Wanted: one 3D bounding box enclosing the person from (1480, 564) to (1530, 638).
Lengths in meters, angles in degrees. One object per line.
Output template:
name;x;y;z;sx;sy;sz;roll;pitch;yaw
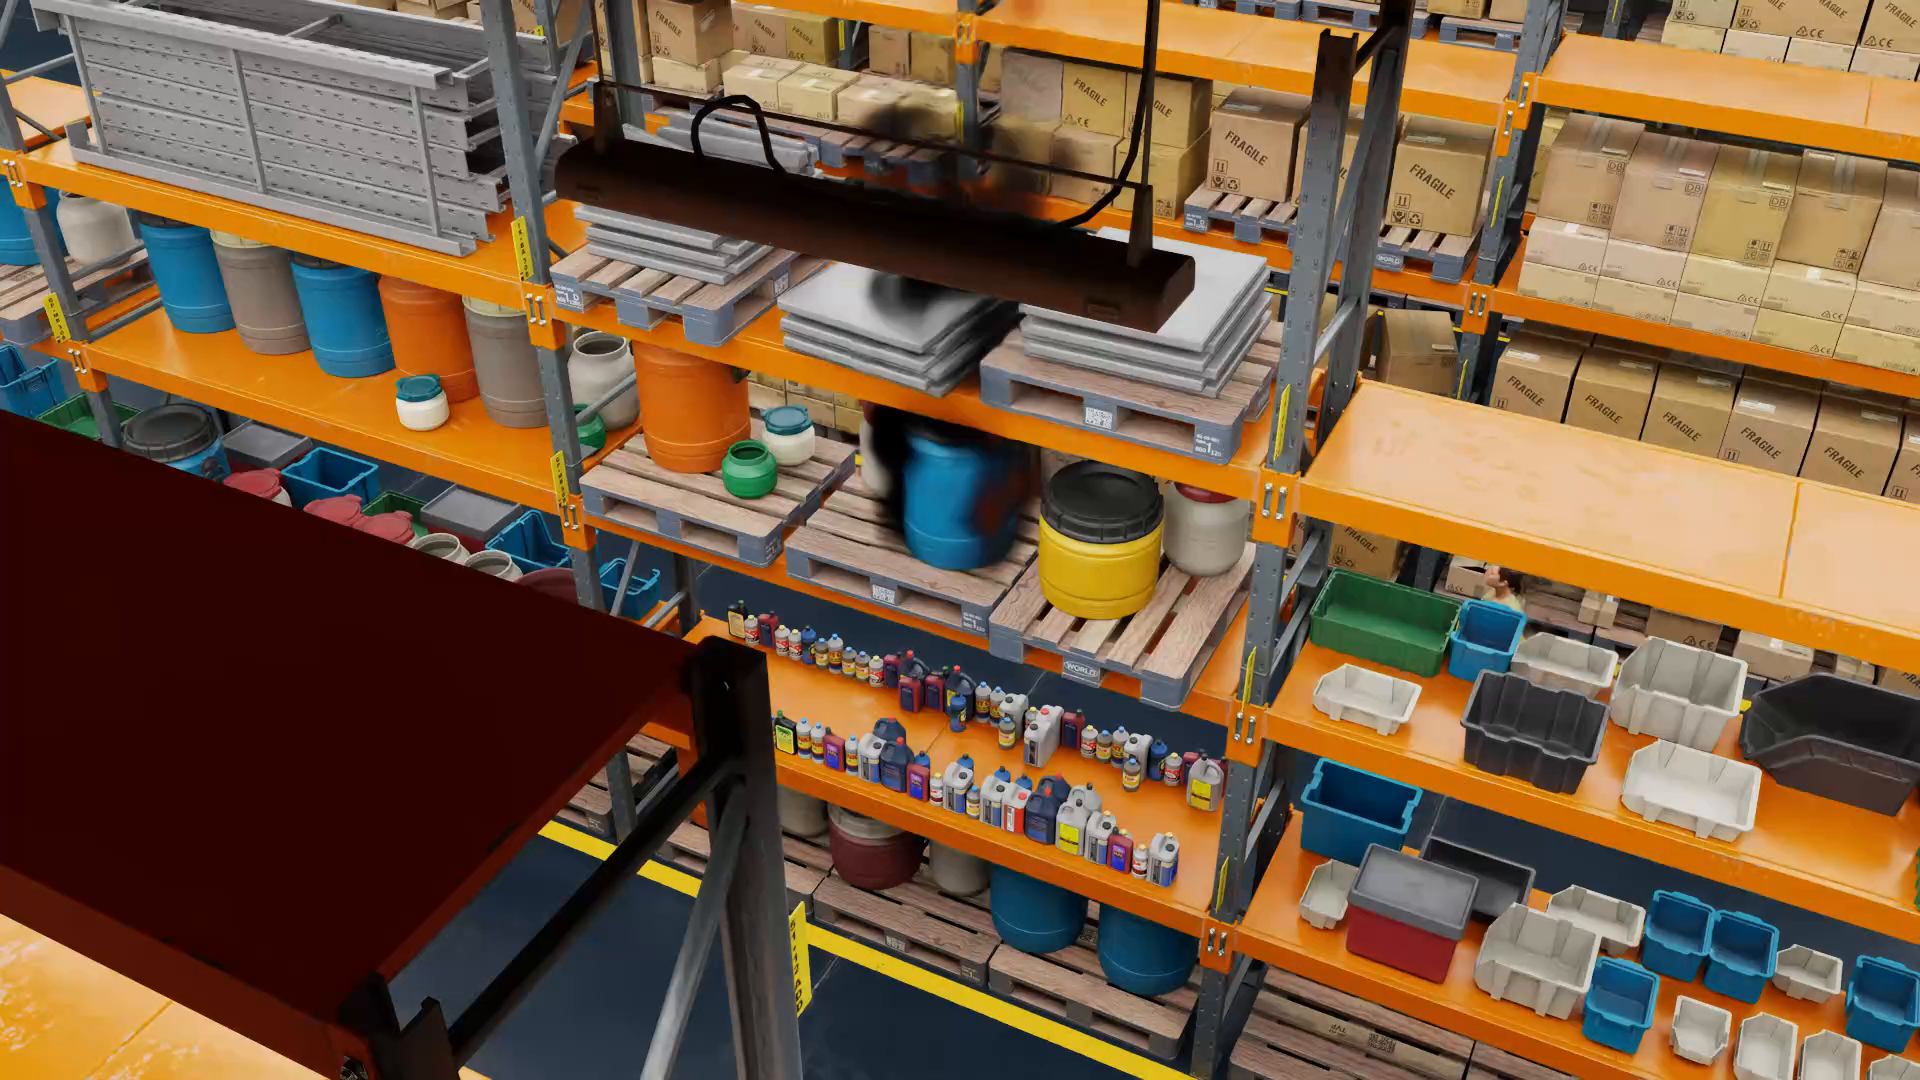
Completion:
person;3.562;0.754;11.022;0.586;1.557;0.570;9;36;12

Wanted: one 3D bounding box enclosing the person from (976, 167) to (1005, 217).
person;0.199;-2.871;16.453;0.826;1.735;0.715;10;36;14
